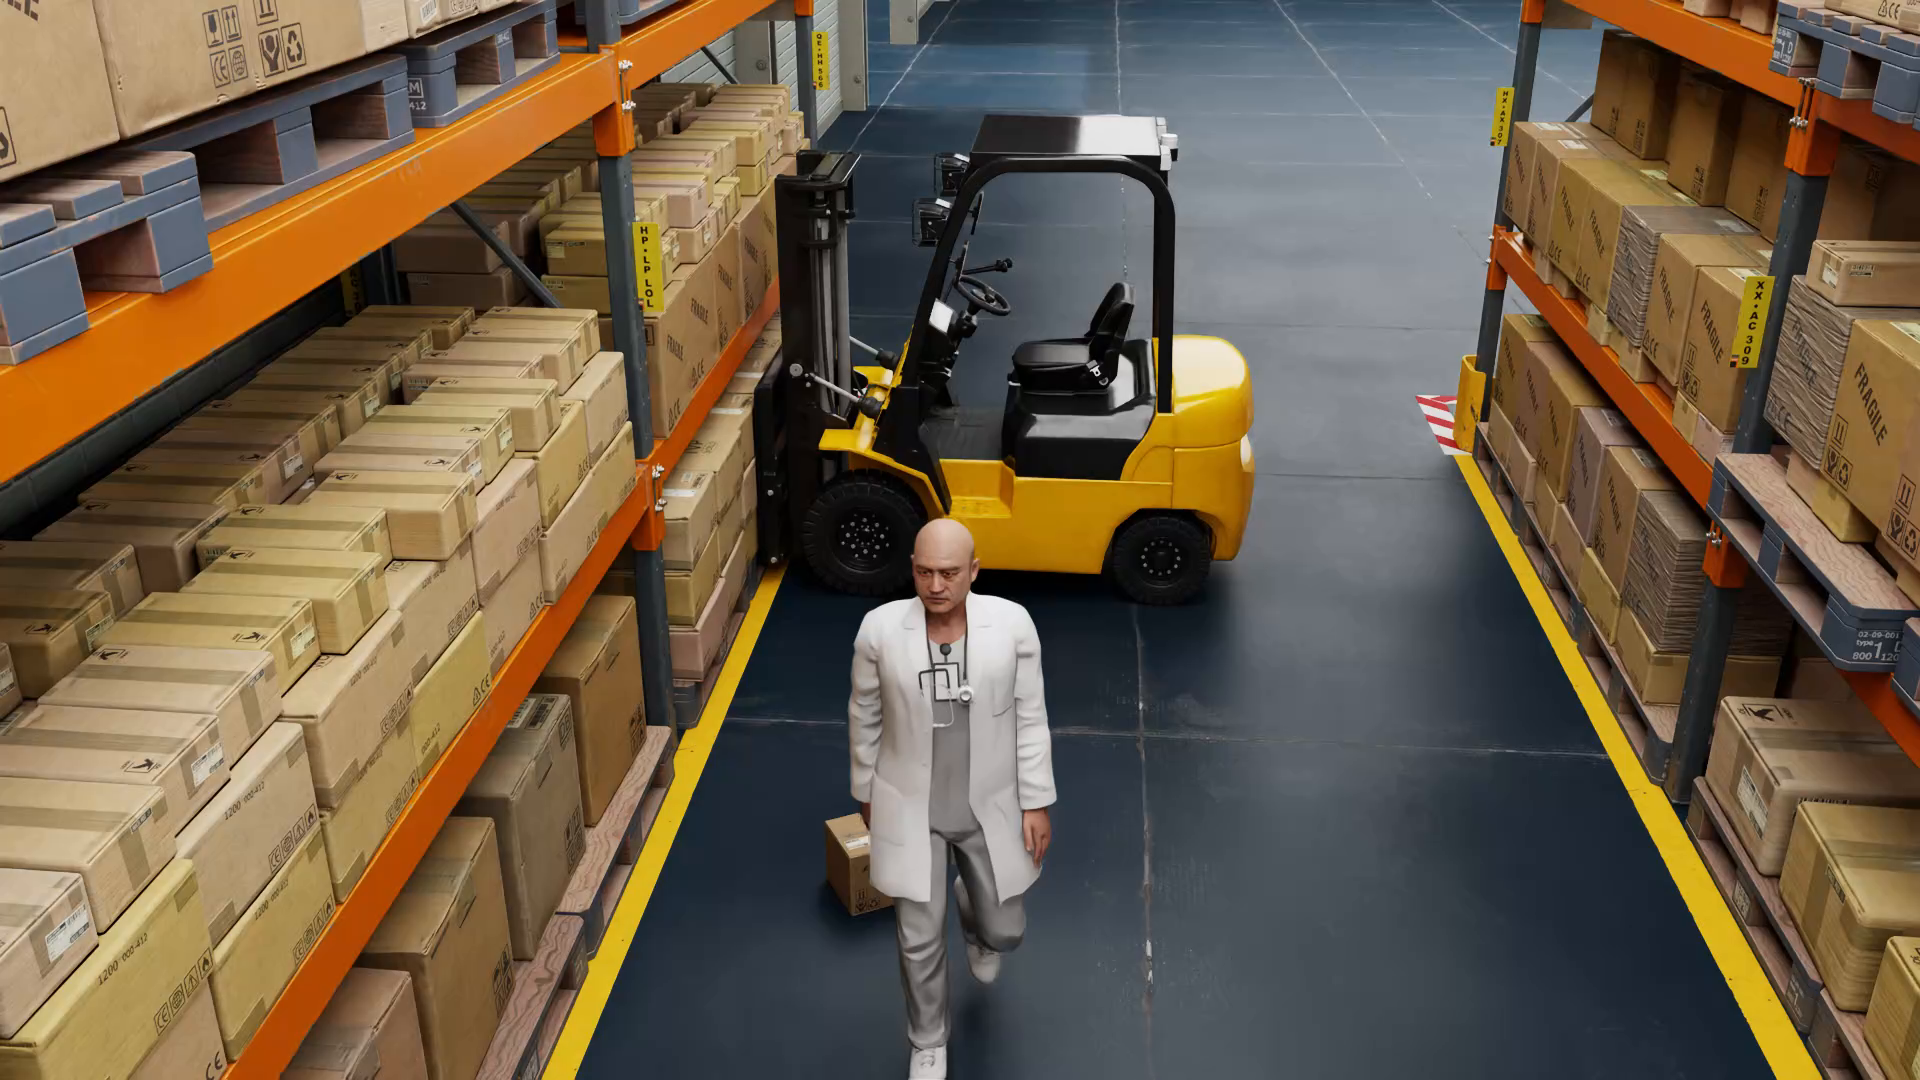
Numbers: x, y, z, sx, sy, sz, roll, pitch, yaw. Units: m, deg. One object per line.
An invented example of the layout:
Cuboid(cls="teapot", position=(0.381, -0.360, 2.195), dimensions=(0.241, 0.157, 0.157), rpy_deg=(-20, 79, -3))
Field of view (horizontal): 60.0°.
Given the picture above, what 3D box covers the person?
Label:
Cuboid(cls="person", position=(-0.023, 0.748, 4.891), dimensions=(0.604, 1.764, 0.717), rpy_deg=(-1, 24, -2))
